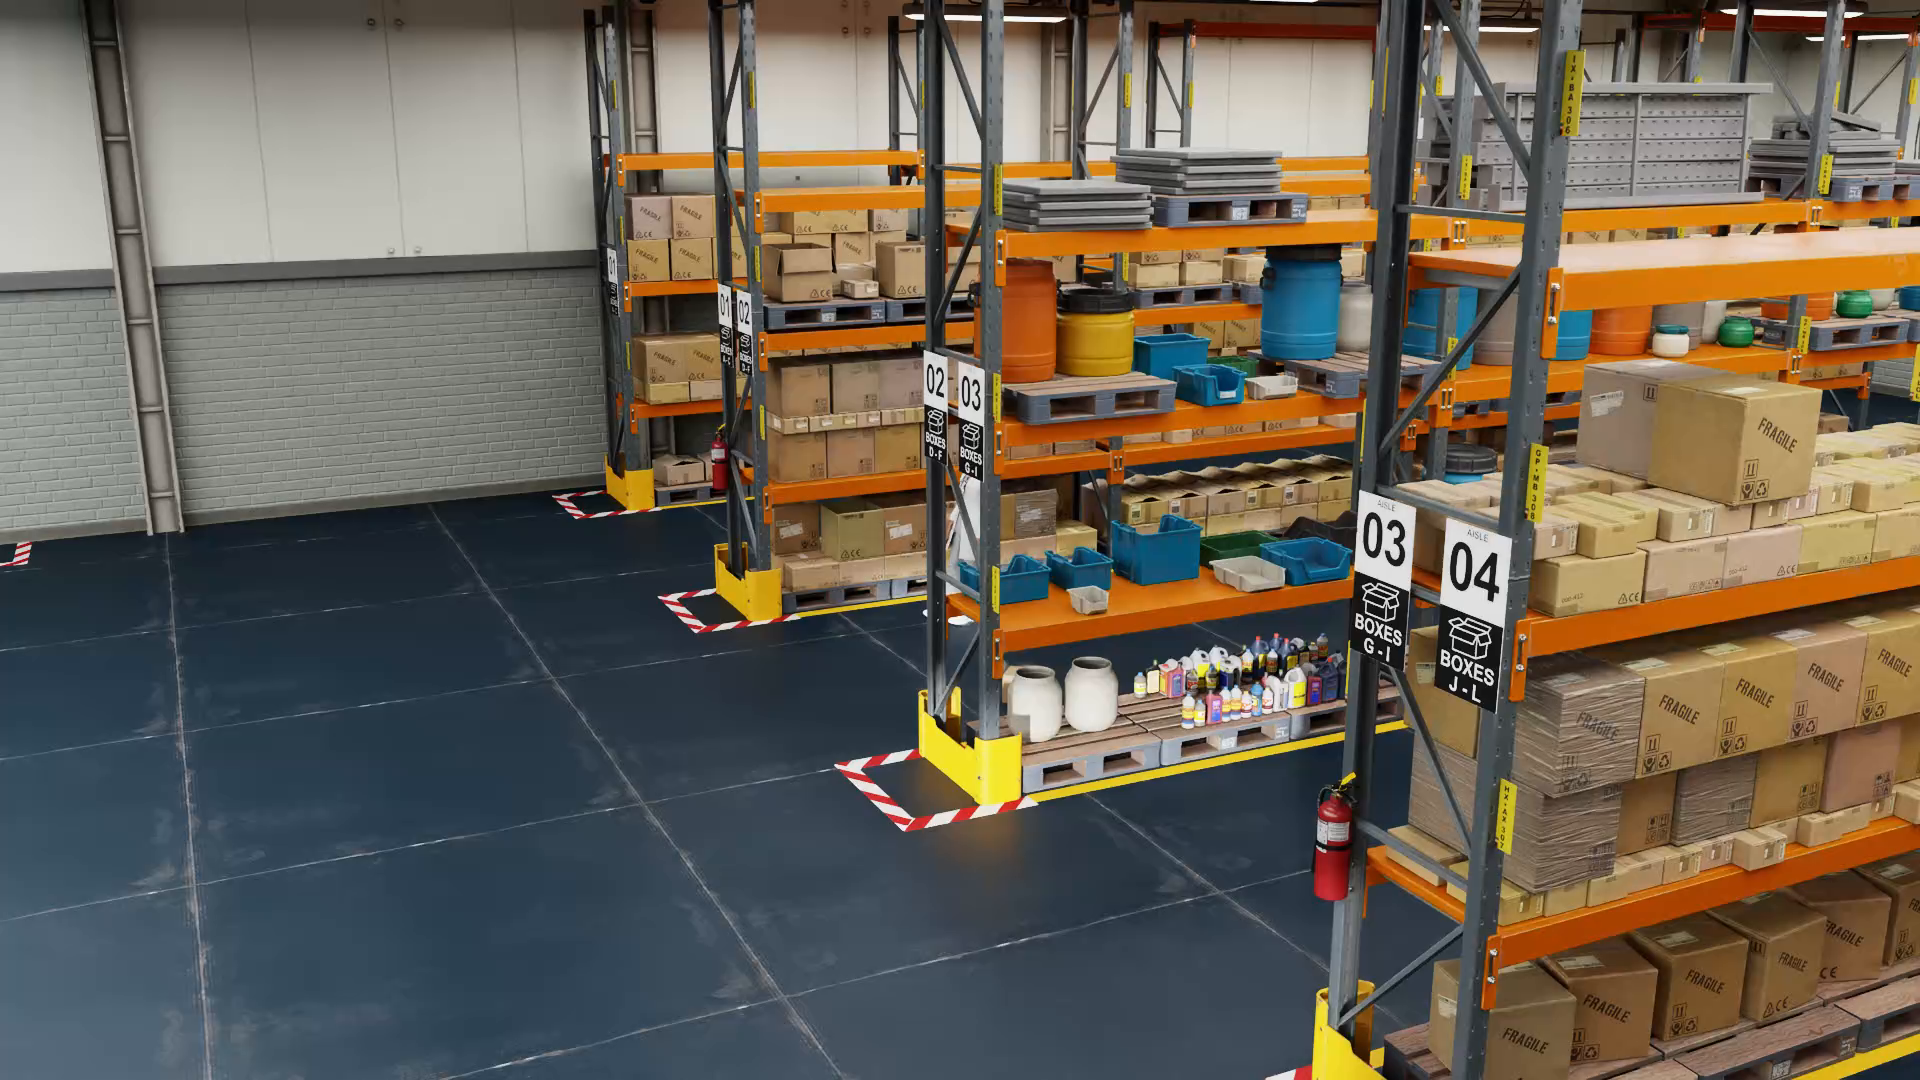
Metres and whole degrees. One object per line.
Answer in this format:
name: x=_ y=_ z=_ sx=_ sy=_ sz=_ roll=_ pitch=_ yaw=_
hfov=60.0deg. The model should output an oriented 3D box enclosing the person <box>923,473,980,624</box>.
person: x=0.018 y=-0.061 z=16.103 sx=0.578 sy=1.779 sz=0.697 roll=-7 pitch=17 yaw=-25
